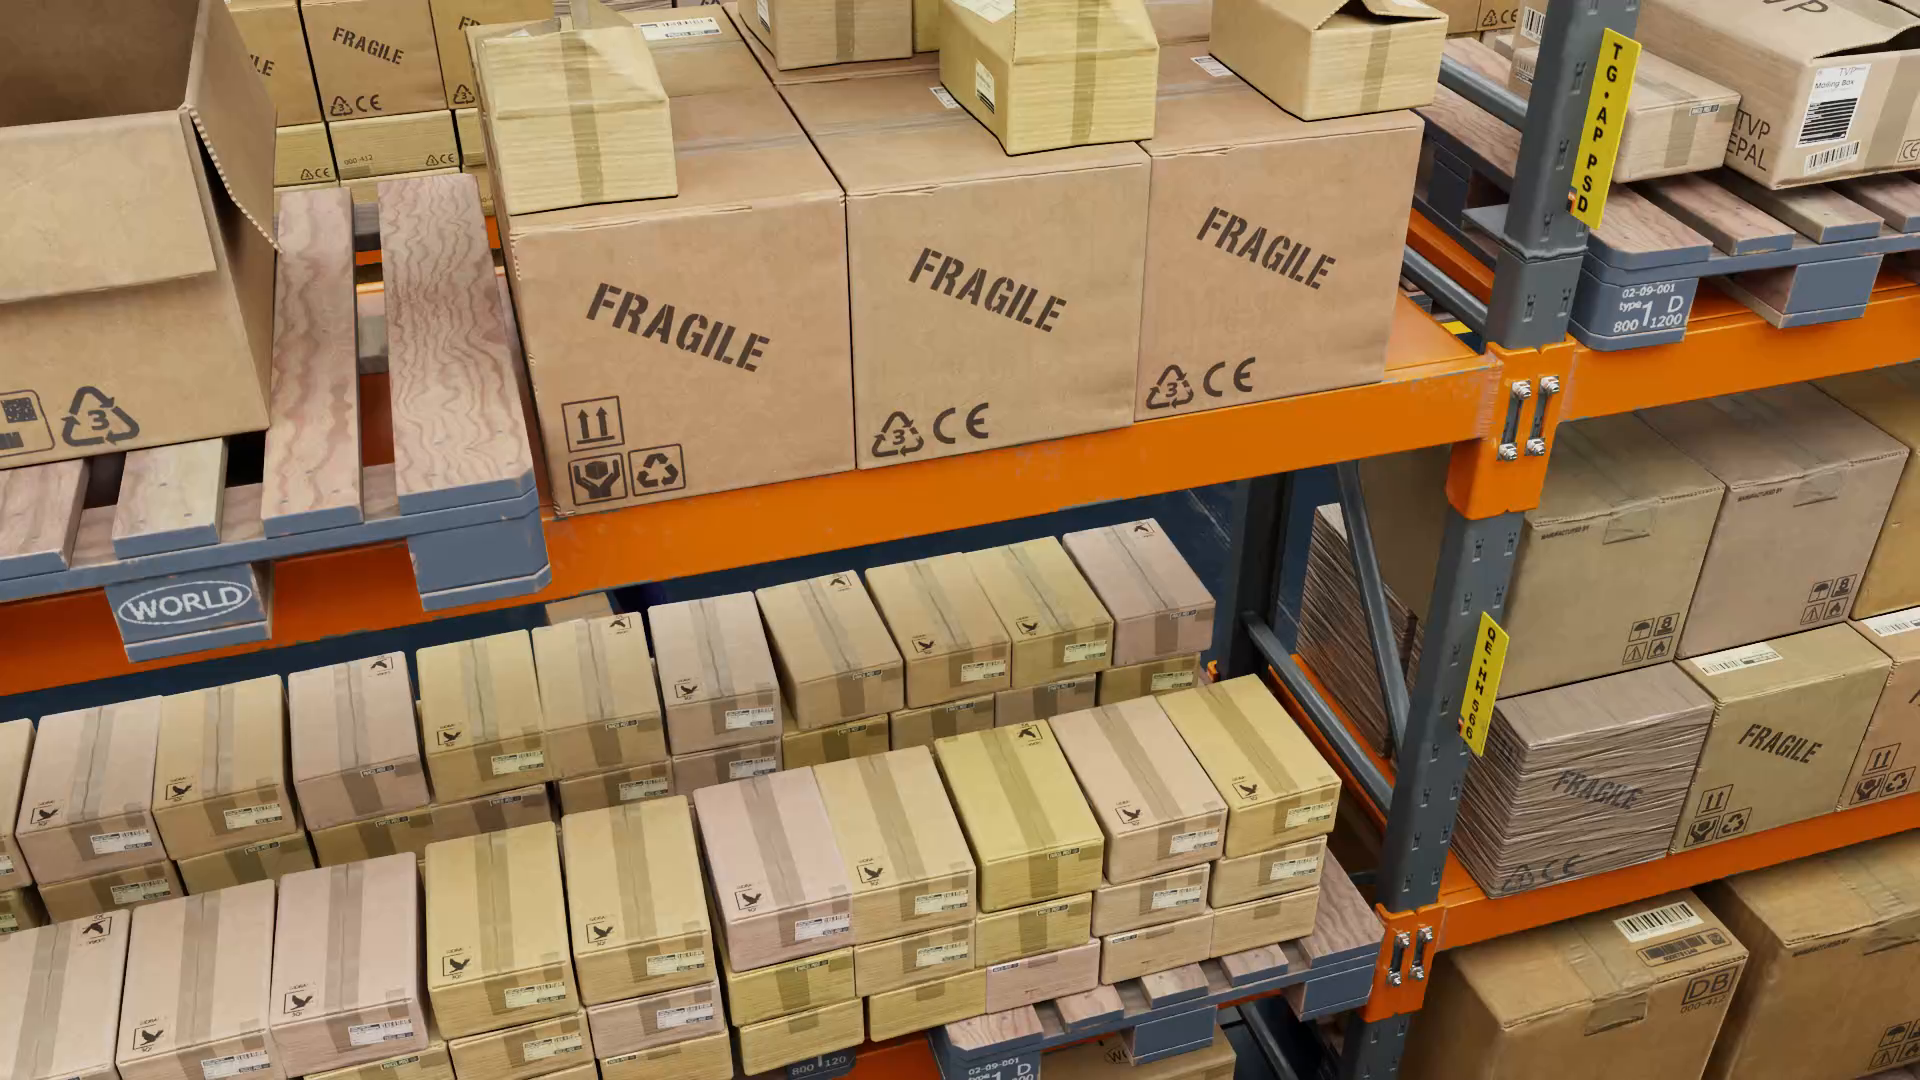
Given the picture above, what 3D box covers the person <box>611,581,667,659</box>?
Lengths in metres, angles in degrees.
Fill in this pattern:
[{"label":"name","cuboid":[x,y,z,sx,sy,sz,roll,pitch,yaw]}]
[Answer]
[{"label":"person","cuboid":[-1.309,-0.218,6.471,0.368,1.652,0.542,-10,35,-15]}]
